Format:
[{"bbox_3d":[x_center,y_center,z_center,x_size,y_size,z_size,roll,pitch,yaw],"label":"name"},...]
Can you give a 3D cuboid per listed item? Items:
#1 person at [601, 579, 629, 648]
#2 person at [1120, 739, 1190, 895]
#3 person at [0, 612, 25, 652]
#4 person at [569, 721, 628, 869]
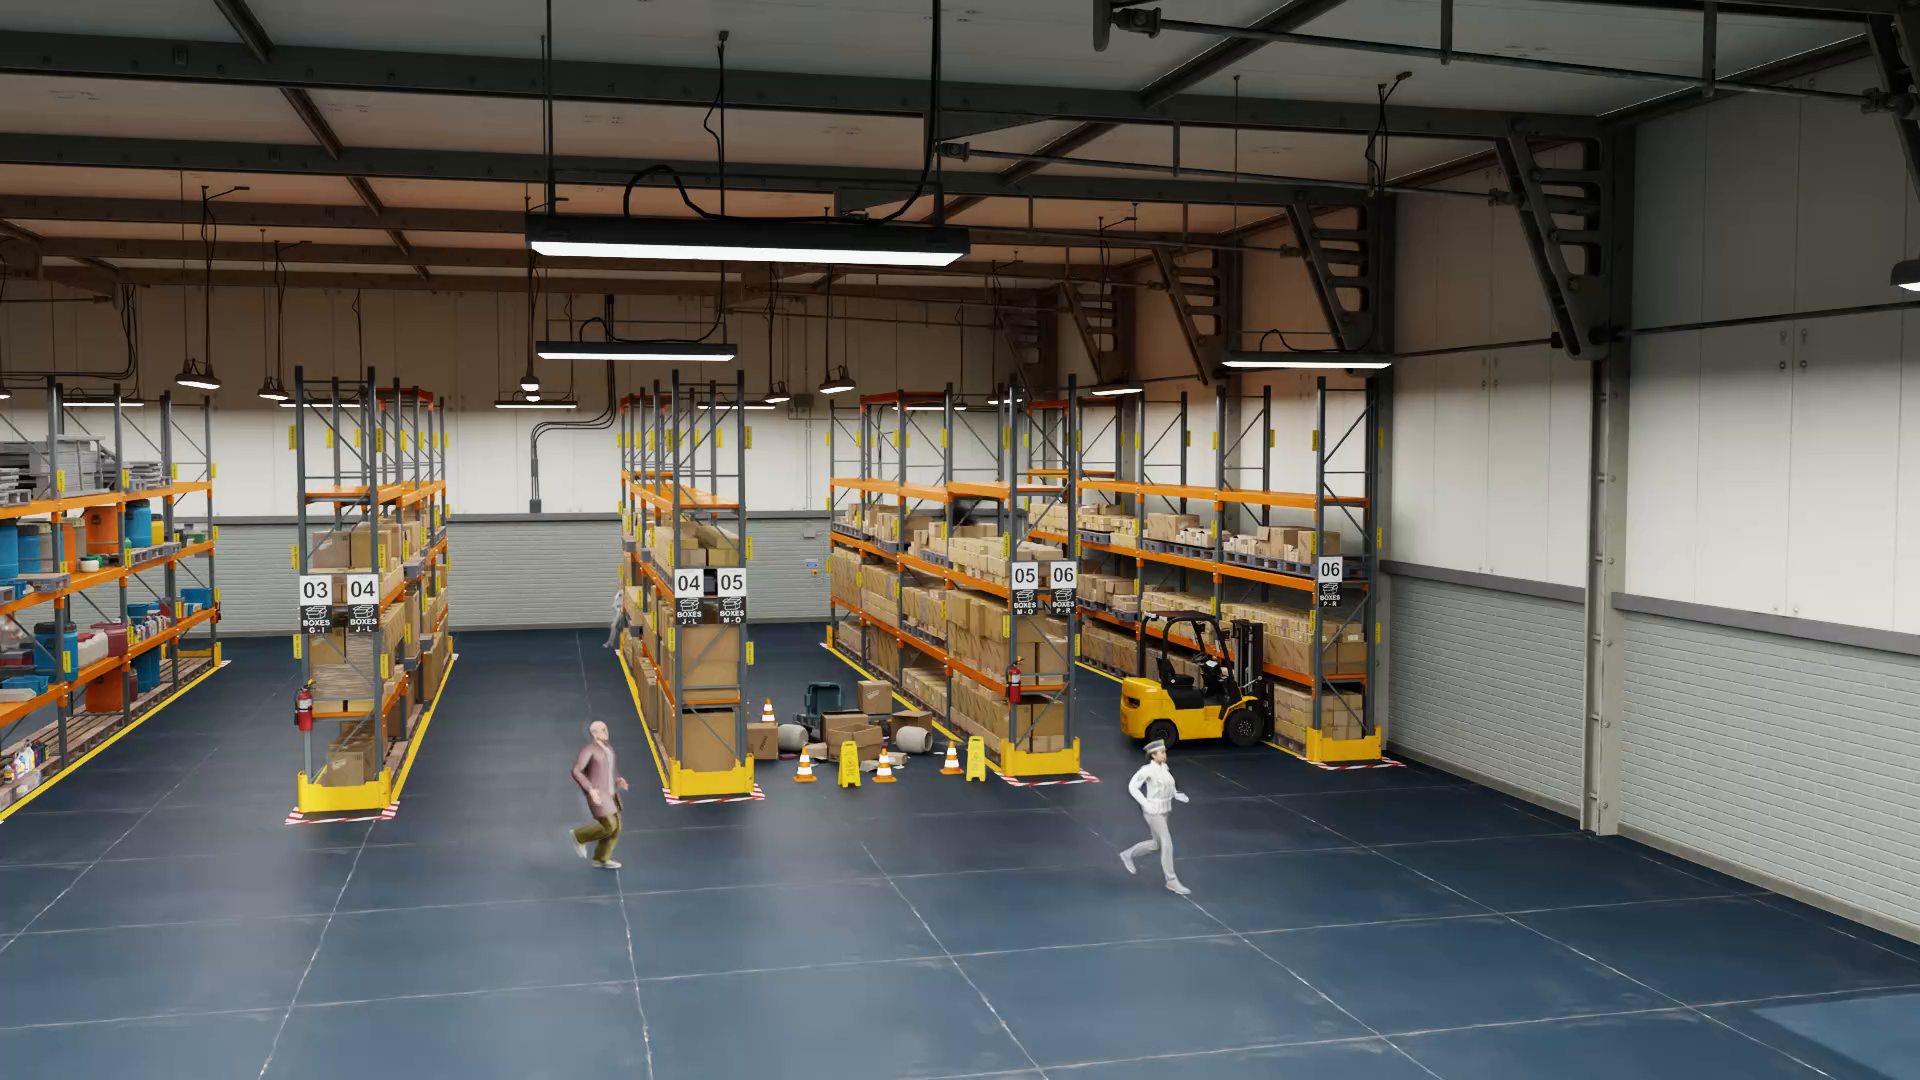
[{"bbox_3d":[-8.202,1.760,40.223,0.916,1.674,0.677,-2,4,-25],"label":"person"},{"bbox_3d":[2.169,3.057,18.563,0.893,1.701,0.618,2,4,33],"label":"person"},{"bbox_3d":[-19.301,2.189,33.783,0.545,1.600,0.771,-1,4,-20],"label":"person"},{"bbox_3d":[-4.234,2.982,19.473,0.637,1.731,0.712,1,4,20],"label":"person"}]
